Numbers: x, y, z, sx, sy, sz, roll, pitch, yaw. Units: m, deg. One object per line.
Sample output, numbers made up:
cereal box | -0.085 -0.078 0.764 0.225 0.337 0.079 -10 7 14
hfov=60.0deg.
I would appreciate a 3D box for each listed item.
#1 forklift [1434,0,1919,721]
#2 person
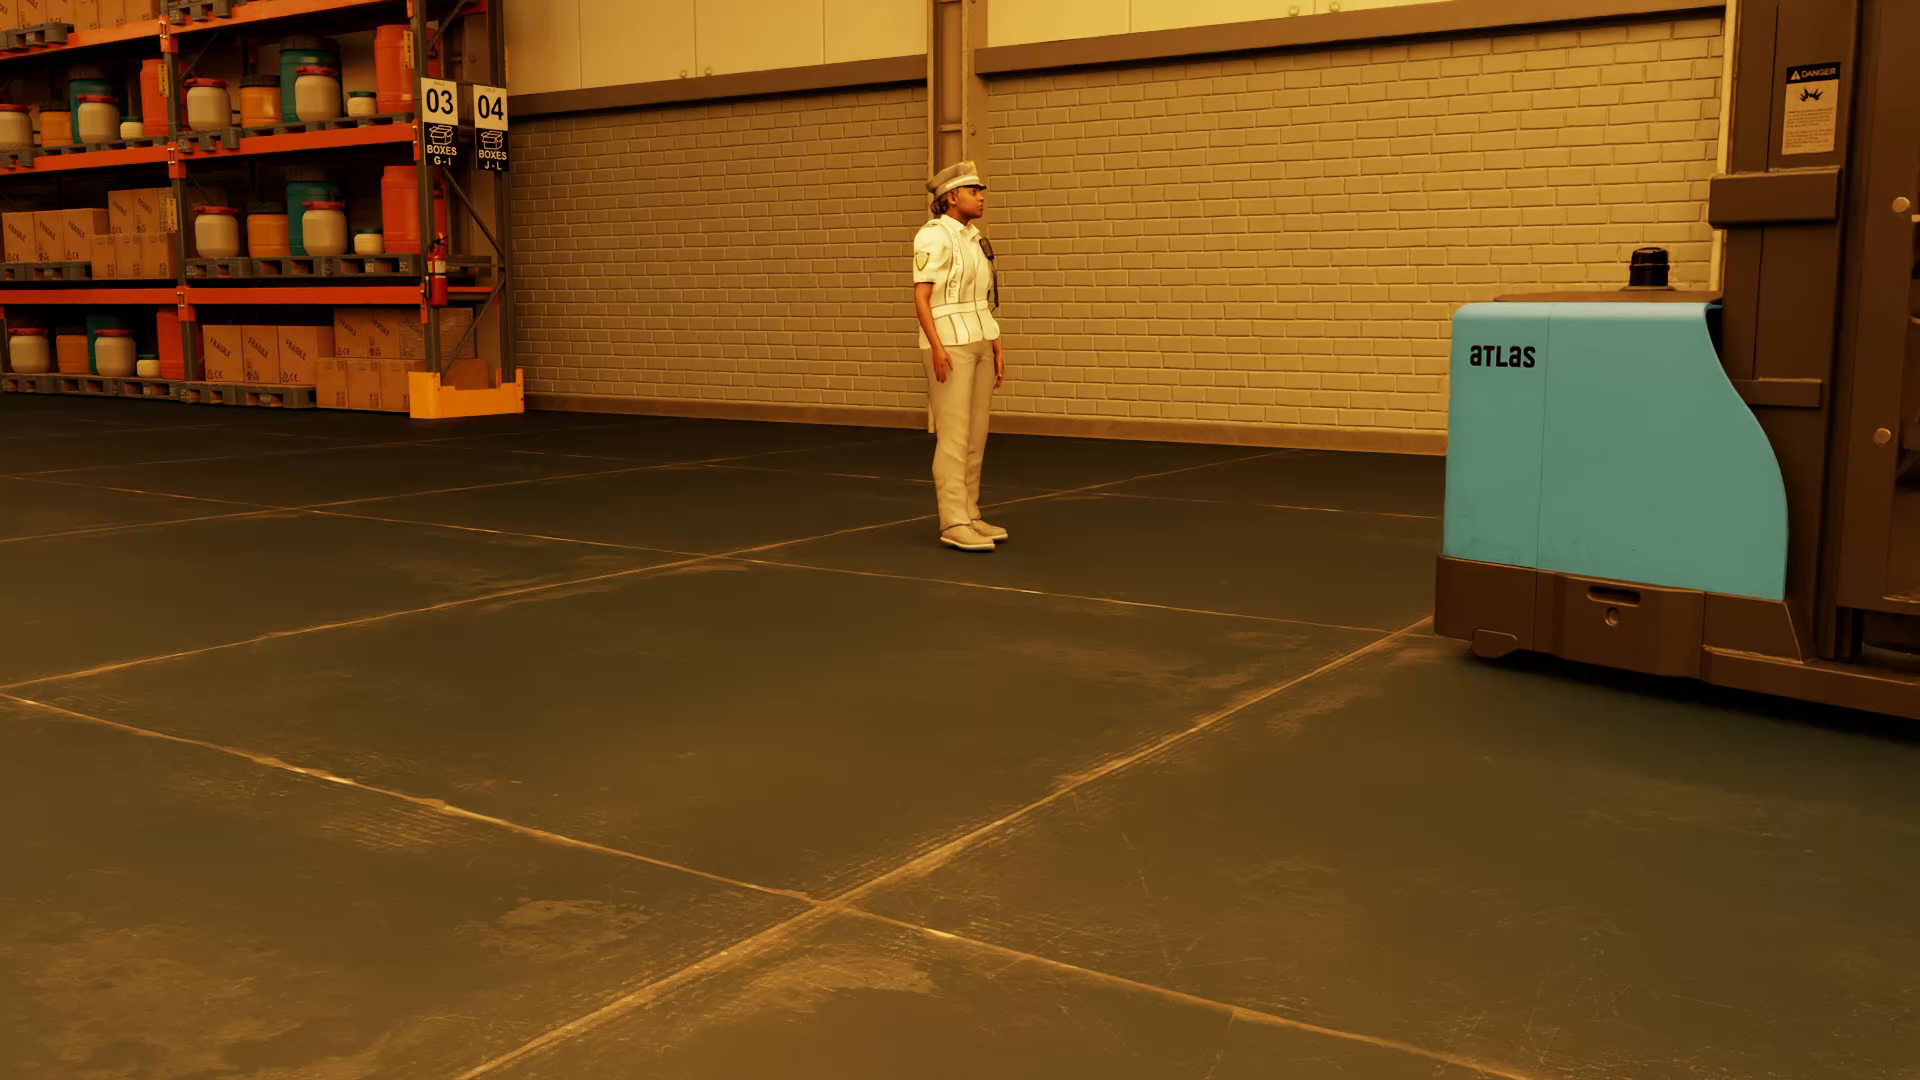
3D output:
forklift | 2.799 -0.984 4.110 1.130 2.935 3.031 -7 11 -40
person | 0.051 -0.838 7.426 0.530 1.694 0.569 5 10 34
